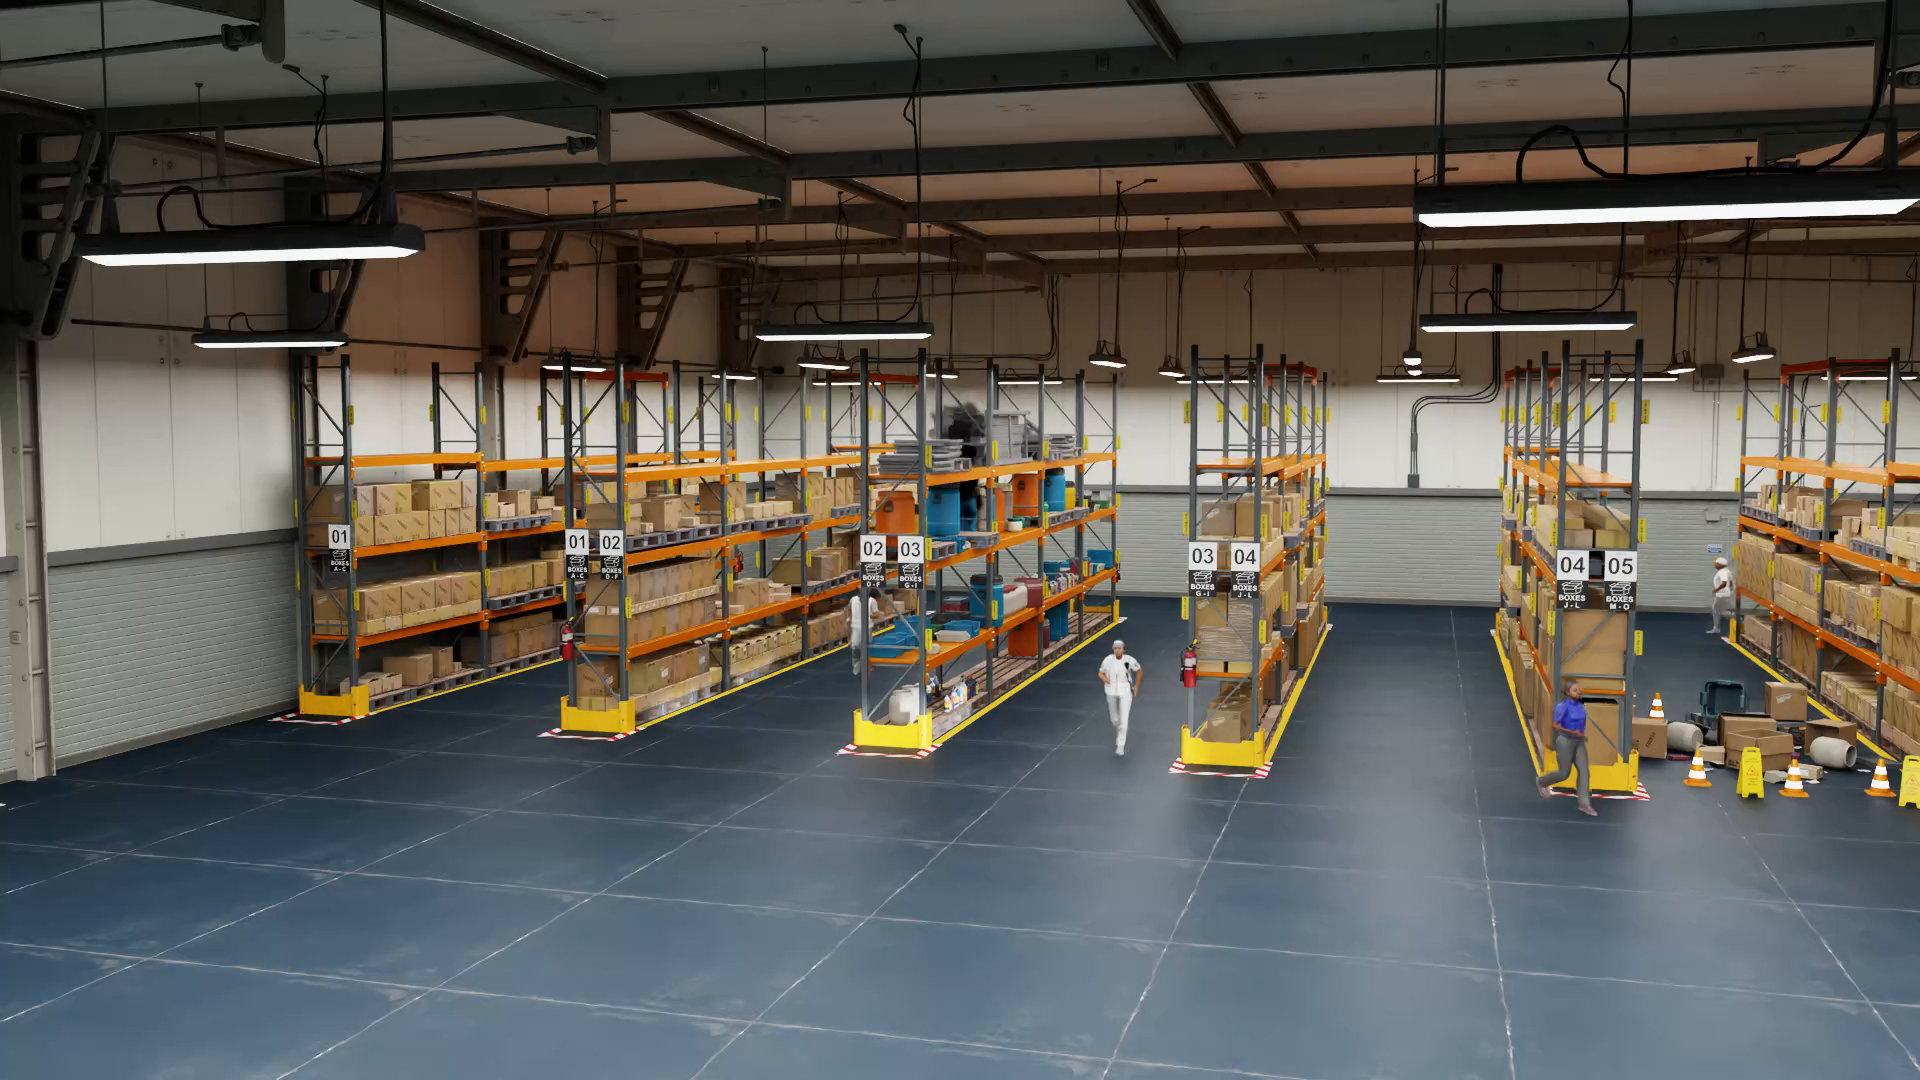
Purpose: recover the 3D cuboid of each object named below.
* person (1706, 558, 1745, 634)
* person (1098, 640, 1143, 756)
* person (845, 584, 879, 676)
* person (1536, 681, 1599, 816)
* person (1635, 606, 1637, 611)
[{"bbox_3d":[17.447,1.289,37.864,0.818,1.769,0.709,2,5,29],"label":"person"},{"bbox_3d":[2.382,2.320,24.871,0.637,1.680,0.880,1,5,18],"label":"person"},{"bbox_3d":[-1.893,1.718,31.982,0.664,1.784,0.697,0,4,4],"label":"person"},{"bbox_3d":[7.700,2.600,21.005,0.586,1.654,0.908,-2,5,-28],"label":"person"},{"bbox_3d":[13.476,1.650,33.914,0.542,1.579,0.886,1,4,11],"label":"person"}]
